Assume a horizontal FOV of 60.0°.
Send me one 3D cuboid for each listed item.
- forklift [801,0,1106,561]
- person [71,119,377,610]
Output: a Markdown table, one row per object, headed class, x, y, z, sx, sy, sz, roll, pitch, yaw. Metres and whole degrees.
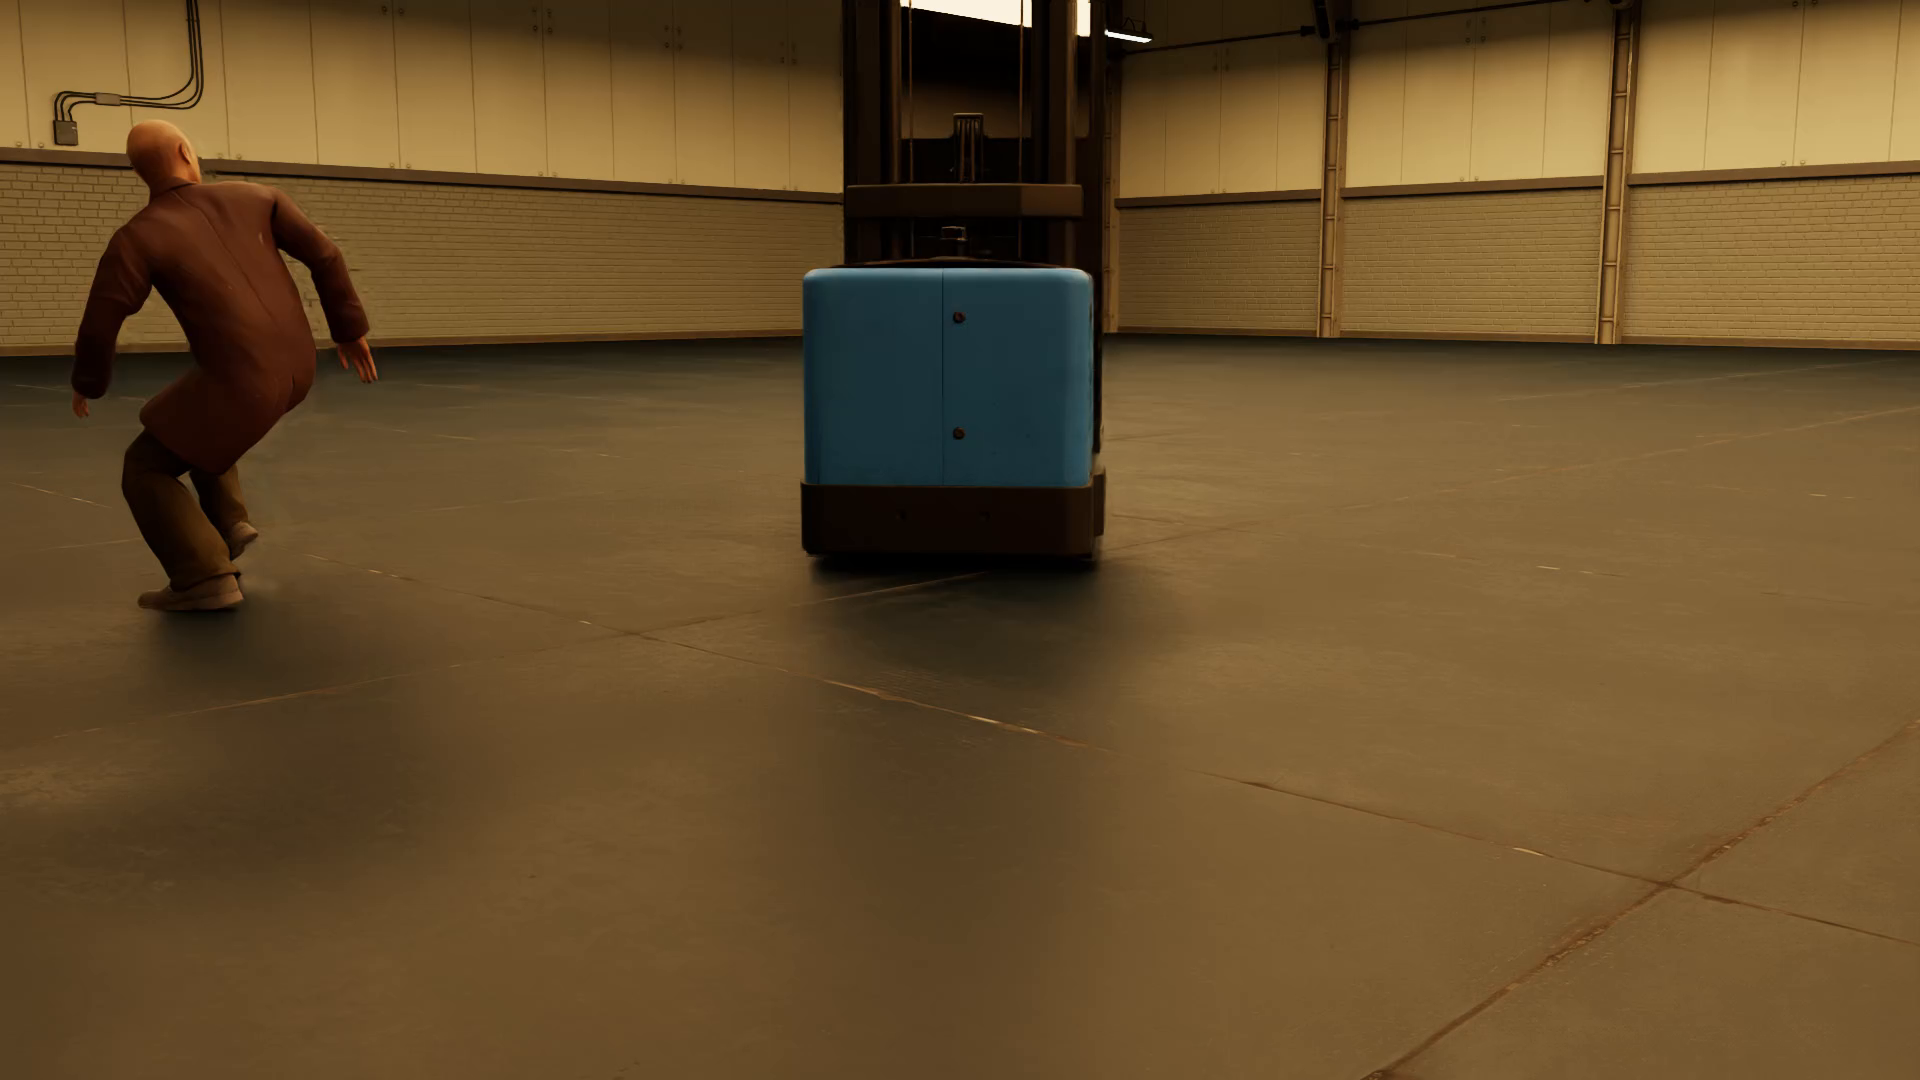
| class | x | y | z | sx | sy | sz | roll | pitch | yaw |
| --- | --- | --- | --- | --- | --- | --- | --- | --- | --- |
| forklift | 0.081 | -1.554 | 7.196 | 1.130 | 2.935 | 3.031 | 1 | 9 | 5 |
| person | -2.462 | -0.567 | 5.442 | 0.736 | 1.547 | 0.818 | 4 | 9 | 25 |
